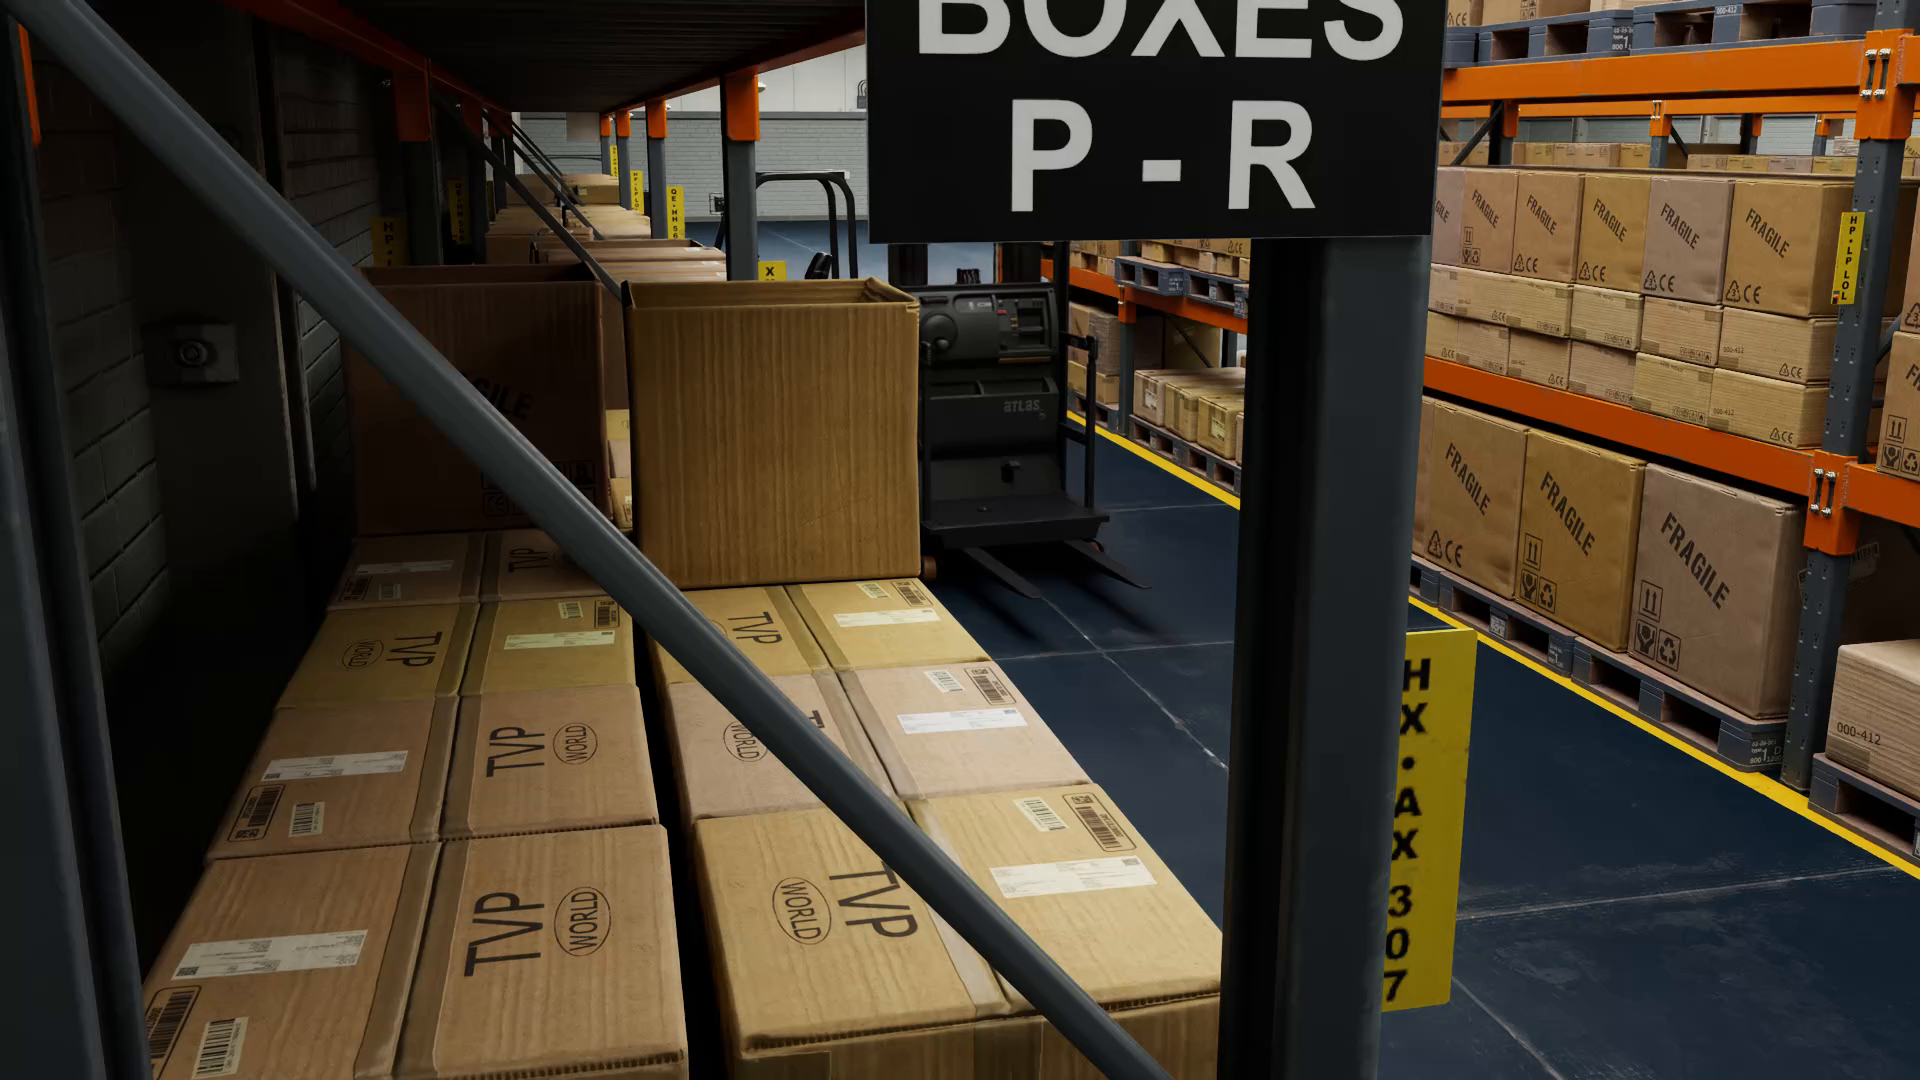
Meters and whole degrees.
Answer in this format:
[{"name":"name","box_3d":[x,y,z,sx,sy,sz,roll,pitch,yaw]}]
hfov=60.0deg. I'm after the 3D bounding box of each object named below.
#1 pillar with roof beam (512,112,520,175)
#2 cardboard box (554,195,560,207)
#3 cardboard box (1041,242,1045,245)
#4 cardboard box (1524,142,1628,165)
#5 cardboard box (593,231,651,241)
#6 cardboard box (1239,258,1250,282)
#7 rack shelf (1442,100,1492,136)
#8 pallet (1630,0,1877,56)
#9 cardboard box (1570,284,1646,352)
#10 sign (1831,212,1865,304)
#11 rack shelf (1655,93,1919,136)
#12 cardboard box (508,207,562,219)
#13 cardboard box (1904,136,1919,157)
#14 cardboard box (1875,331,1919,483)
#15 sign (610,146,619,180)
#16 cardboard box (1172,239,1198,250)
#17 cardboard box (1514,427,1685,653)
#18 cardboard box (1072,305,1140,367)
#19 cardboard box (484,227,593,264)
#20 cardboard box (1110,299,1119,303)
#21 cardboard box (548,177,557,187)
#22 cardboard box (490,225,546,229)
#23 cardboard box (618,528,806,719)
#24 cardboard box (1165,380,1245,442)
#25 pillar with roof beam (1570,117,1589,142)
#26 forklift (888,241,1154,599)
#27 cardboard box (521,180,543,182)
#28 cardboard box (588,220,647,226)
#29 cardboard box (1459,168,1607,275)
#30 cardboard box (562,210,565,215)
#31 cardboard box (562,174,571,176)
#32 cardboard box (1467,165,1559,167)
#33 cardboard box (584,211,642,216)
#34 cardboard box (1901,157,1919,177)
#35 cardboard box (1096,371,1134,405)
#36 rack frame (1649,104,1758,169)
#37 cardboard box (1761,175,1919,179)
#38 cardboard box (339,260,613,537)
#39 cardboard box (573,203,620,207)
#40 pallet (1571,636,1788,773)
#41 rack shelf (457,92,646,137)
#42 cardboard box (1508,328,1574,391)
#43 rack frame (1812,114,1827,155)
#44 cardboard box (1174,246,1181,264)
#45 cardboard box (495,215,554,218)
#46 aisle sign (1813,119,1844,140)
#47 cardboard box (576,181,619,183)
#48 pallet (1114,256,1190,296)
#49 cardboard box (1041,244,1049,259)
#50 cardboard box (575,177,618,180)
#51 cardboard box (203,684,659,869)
[{"name":"pillar with roof beam","box_3d":[-6.091,-11.490,38.495,9.100,9.000,0.400,-3,14,-13]},{"name":"cardboard box","box_3d":[-3.926,-3.168,15.498,0.380,0.149,0.250,-4,14,-14]},{"name":"cardboard box","box_3d":[0.985,-3.119,16.035,0.500,0.500,0.500,-4,14,-14]},{"name":"cardboard box","box_3d":[6.204,-3.723,16.752,0.875,0.550,0.500,-3,14,-13]},{"name":"cardboard box","box_3d":[-1.836,-1.618,9.151,0.380,0.149,0.250,-3,14,-12]},{"name":"cardboard box","box_3d":[2.105,-1.821,11.204,0.380,0.149,0.250,-3,14,-12]},{"name":"rack shelf","box_3d":[2.307,-3.011,11.626,1.077,0.370,4.000,-3,14,-13]},{"name":"pallet","box_3d":[3.453,-2.092,6.752,0.805,0.209,1.217,-4,14,-15]},{"name":"cardboard box","box_3d":[3.124,-1.011,7.508,0.500,0.250,0.500,-3,14,-12]},{"name":"sign","box_3d":[3.191,-1.010,5.970,0.100,0.325,0.005,-3,14,-13]},{"name":"rack shelf","box_3d":[7.095,-3.310,12.850,1.077,0.370,4.000,-3,14,-13]},{"name":"cardboard box","box_3d":[-3.113,-2.358,12.179,0.380,0.149,0.250,-4,14,-14]},{"name":"cardboard box","box_3d":[10.624,-4.145,18.130,0.500,0.500,0.500,-3,14,-13]},{"name":"cardboard box","box_3d":[3.572,-0.445,5.716,0.500,0.500,0.500,-3,14,-11]},{"name":"sign","box_3d":[-3.395,-3.714,16.371,0.100,0.325,0.005,-3,14,-13]},{"name":"cardboard box","box_3d":[1.890,-2.407,12.237,0.500,0.500,0.500,-3,14,-14]},{"name":"cardboard box","box_3d":[3.273,-0.037,7.851,0.875,0.875,0.875,-3,14,-12]},{"name":"cardboard box","box_3d":[1.316,-1.836,14.950,0.500,0.500,0.500,-3,14,-12]},{"name":"cardboard box","box_3d":[-2.078,-1.289,8.288,0.500,0.500,0.500,-3,14,-11]},{"name":"cardboard box","box_3d":[1.704,-1.991,15.584,0.500,0.500,0.500,-3,14,-10]},{"name":"cardboard box","box_3d":[-3.821,-3.189,14.955,0.380,0.149,0.250,-3,14,-11]},{"name":"cardboard box","box_3d":[-2.617,-1.762,9.740,0.380,0.149,0.250,-4,14,-14]},{"name":"cardboard box","box_3d":[-0.395,0.140,3.222,0.500,0.250,0.500,-4,14,-15]},{"name":"cardboard box","box_3d":[2.135,-1.005,12.874,0.950,0.372,0.625,-2,14,-10]},{"name":"pillar with roof beam","box_3d":[14.750,-14.150,49.383,9.100,9.000,0.548,-3,14,-13]},{"name":"forklift","box_3d":[0.196,-1.284,9.506,1.130,2.935,3.031,-5,14,-18]},{"name":"cardboard box","box_3d":[-3.610,-2.888,13.722,0.380,0.149,0.250,-4,14,-14]},{"name":"cardboard box","box_3d":[-2.149,-1.915,10.367,0.380,0.149,0.250,-3,14,-12]},{"name":"cardboard box","box_3d":[2.887,-1.614,8.397,0.500,0.500,0.500,-3,14,-12]},{"name":"cardboard box","box_3d":[-3.322,-2.721,15.033,0.500,0.500,0.500,-4,14,-14]},{"name":"cardboard box","box_3d":[-3.637,-3.447,16.011,0.380,0.149,0.250,-3,14,-13]},{"name":"cardboard box","box_3d":[3.152,-1.871,9.449,0.500,0.500,0.500,-4,14,-15]},{"name":"cardboard box","box_3d":[-2.415,-2.213,11.587,0.380,0.149,0.250,-4,14,-15]},{"name":"cardboard box","box_3d":[7.226,-2.614,12.489,0.700,0.500,0.500,-4,14,-14]},{"name":"cardboard box","box_3d":[1.437,-1.354,14.558,0.500,0.250,0.500,-3,14,-11]},{"name":"rack frame","box_3d":[6.625,-2.664,15.009,1.000,3.000,0.127,-3,14,-13]},{"name":"cardboard box","box_3d":[3.746,-1.287,7.055,0.500,0.500,0.500,-3,14,-14]},{"name":"cardboard box","box_3d":[-1.017,-0.319,3.521,0.500,0.500,0.500,-4,14,-15]},{"name":"cardboard box","box_3d":[-2.806,-2.539,12.921,0.380,0.149,0.250,-4,14,-14]},{"name":"pallet","box_3d":[3.462,0.662,7.273,1.003,0.211,1.213,-3,14,-13]},{"name":"rack shelf","box_3d":[-2.517,-2.733,10.490,1.077,0.370,4.000,-3,14,-13]},{"name":"cardboard box","box_3d":[3.022,-0.889,8.063,0.500,0.250,0.500,-3,14,-13]},{"name":"rack frame","box_3d":[10.531,-3.840,19.823,1.000,3.000,0.127,-3,14,-13]},{"name":"cardboard box","box_3d":[1.851,-2.182,12.683,0.380,0.149,0.250,-2,14,-10]},{"name":"cardboard box","box_3d":[-2.865,-2.060,10.963,0.380,0.149,0.250,-3,14,-14]},{"name":"aisle sign","box_3d":[10.224,-5.100,19.504,0.394,0.787,0.004,-3,14,-13]},{"name":"cardboard box","box_3d":[-2.952,-2.864,13.625,0.380,0.149,0.250,-3,14,-12]},{"name":"pallet","box_3d":[1.875,-2.087,13.053,1.003,0.211,1.213,-3,14,-13]},{"name":"cardboard box","box_3d":[0.941,-2.833,16.233,0.380,0.149,0.250,-3,14,-12]},{"name":"cardboard box","box_3d":[-3.240,-3.158,14.829,0.380,0.149,0.250,-3,14,-12]},{"name":"cardboard box","box_3d":[-0.654,0.399,2.161,0.500,0.250,0.500,-3,14,-13]}]
